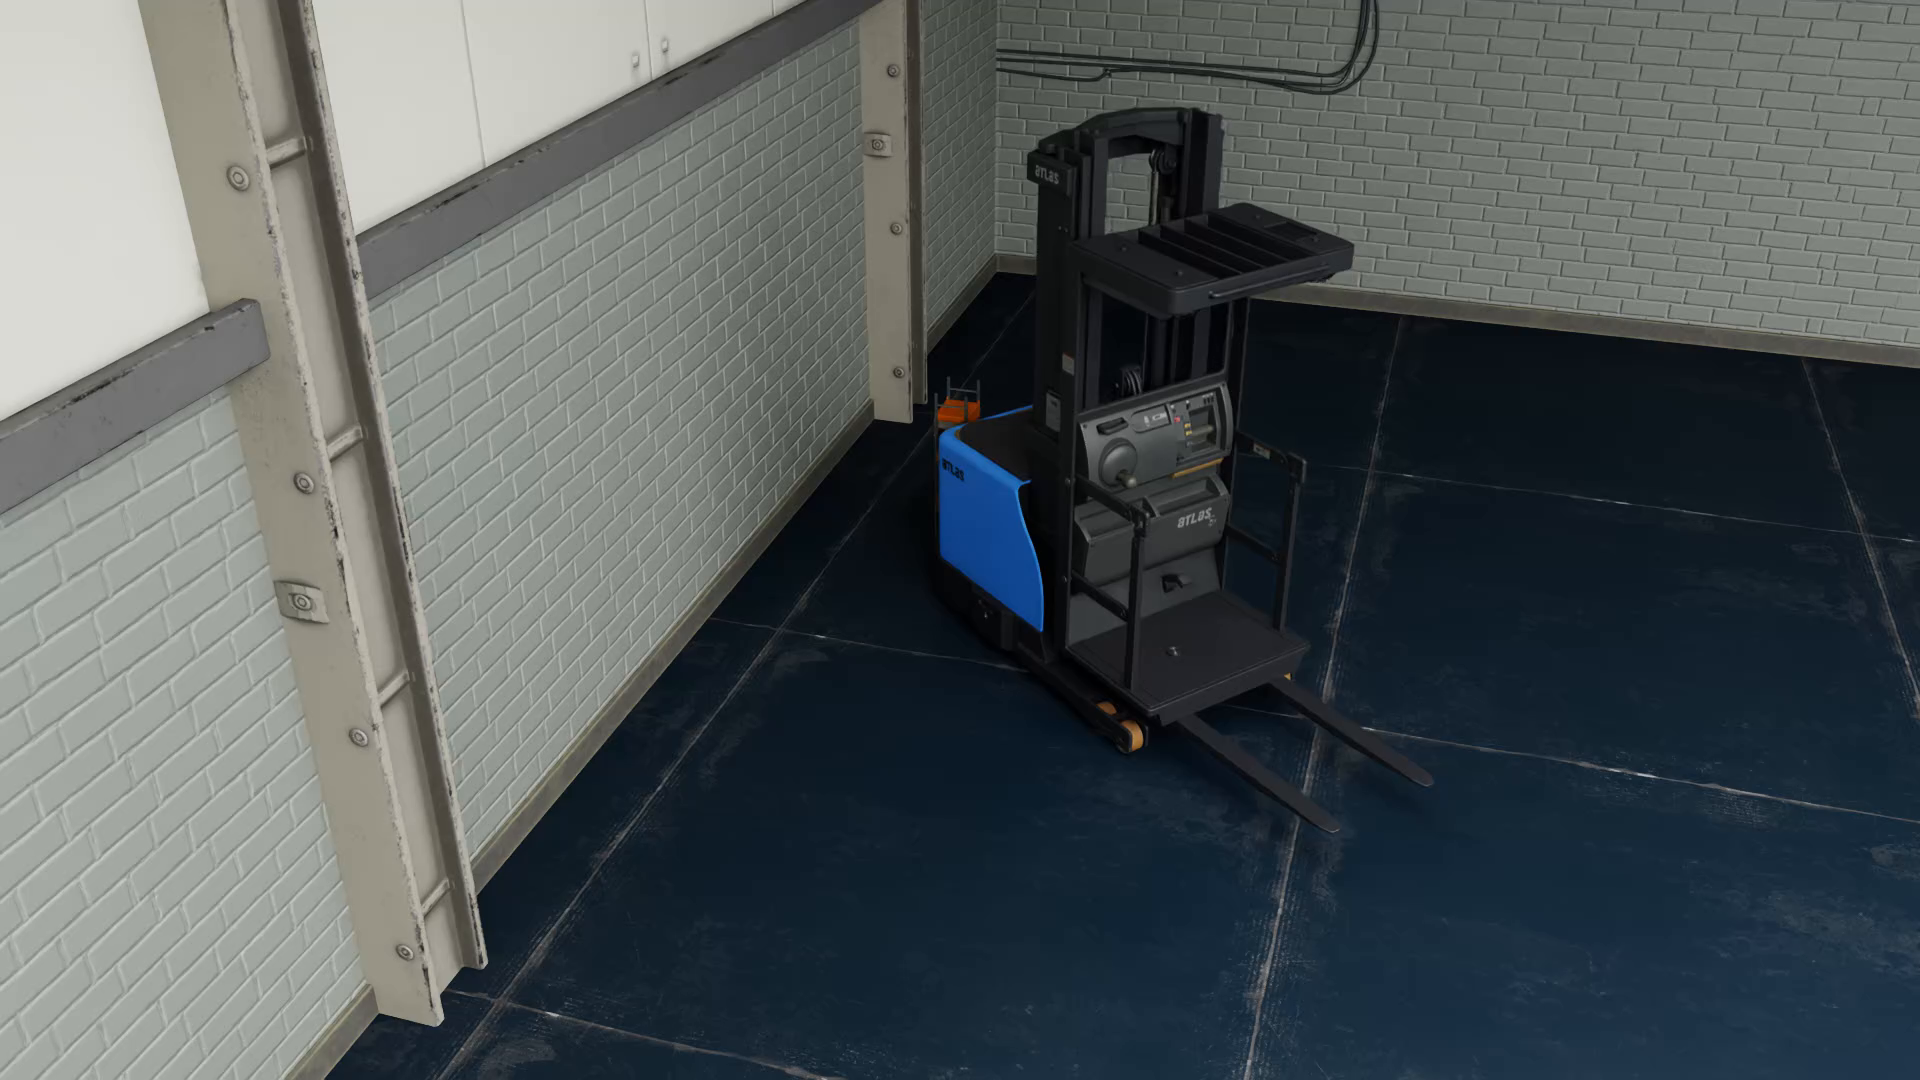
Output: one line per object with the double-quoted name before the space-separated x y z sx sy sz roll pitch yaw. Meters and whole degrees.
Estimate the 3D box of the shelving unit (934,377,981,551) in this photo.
"shelving unit" -0.016 -0.434 9.950 0.215 1.050 0.252 8 30 15

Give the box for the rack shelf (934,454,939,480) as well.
"rack shelf" -0.016 -0.425 9.955 0.215 0.259 0.240 8 30 15

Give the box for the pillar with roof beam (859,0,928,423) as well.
"pillar with roof beam" 3.677 -4.254 8.640 9.100 9.000 0.400 8 30 15

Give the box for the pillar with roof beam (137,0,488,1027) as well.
"pillar with roof beam" 1.916 -1.465 3.628 9.100 9.000 0.400 8 30 15

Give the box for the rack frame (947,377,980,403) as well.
"rack frame" 0.020 -0.491 10.052 0.200 1.050 0.008 8 30 15

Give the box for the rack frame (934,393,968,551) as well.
"rack frame" -0.051 -0.377 9.848 0.200 1.050 0.008 8 30 15

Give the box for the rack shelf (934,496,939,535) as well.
"rack shelf" -0.016 -0.182 10.090 0.215 0.259 0.240 8 30 15

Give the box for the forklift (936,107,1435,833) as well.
"forklift" 1.101 -0.478 8.094 1.130 2.935 3.031 -18 34 -29

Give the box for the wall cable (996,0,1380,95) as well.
"wall cable" 1.691 -4.691 12.621 3.097 2.526 0.112 8 30 15

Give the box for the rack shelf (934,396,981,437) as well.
"rack shelf" -0.016 -0.673 9.817 0.215 0.259 0.240 8 30 15
